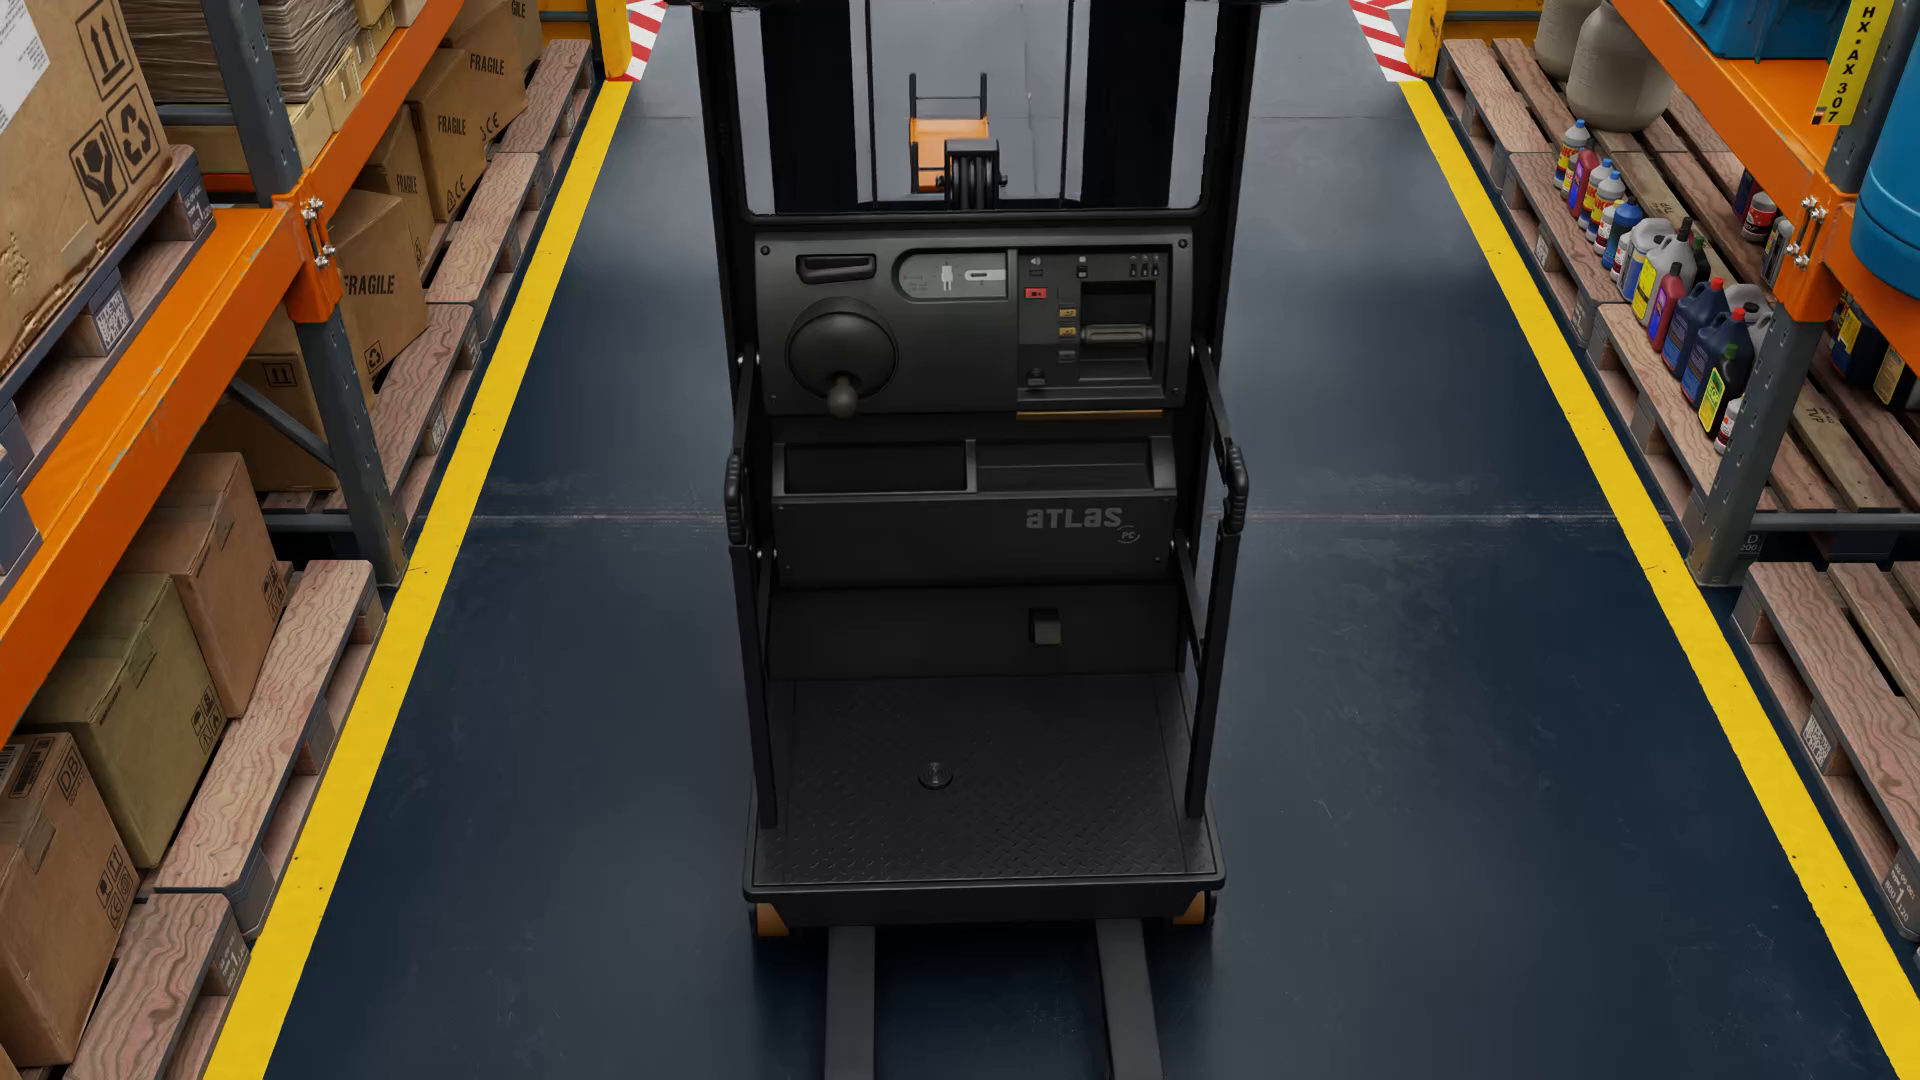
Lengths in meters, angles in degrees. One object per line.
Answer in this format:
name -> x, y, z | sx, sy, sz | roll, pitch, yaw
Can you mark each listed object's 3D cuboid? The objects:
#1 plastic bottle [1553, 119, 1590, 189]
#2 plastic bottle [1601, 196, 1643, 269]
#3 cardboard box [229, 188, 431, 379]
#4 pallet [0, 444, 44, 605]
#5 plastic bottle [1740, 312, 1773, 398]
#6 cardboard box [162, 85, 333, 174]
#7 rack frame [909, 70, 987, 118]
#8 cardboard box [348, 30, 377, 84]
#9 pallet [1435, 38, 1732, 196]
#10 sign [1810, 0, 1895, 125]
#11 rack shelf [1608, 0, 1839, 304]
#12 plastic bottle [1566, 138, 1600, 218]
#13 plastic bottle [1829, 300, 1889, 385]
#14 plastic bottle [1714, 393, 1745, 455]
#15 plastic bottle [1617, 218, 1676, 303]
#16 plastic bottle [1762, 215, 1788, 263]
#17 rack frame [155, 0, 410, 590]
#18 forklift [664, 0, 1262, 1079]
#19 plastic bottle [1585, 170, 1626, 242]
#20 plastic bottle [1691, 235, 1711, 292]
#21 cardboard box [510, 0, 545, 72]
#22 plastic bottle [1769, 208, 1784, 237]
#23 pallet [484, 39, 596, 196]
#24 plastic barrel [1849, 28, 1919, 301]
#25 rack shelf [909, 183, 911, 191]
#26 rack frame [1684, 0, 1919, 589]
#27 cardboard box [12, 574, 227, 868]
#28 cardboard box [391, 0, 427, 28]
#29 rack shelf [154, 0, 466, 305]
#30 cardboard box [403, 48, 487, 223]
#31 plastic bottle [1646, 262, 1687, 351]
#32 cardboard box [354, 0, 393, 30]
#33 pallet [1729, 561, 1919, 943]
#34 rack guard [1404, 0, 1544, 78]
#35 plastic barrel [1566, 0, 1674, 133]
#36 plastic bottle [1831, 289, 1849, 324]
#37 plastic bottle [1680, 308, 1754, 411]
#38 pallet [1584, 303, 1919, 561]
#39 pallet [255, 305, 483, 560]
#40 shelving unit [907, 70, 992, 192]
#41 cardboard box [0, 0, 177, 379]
plastic bottle -> 2.432, -1.535, 6.596 | 0.097, 0.271, 0.097 | 0, 39, 0
plastic bottle -> 2.433, -1.131, 6.093 | 0.097, 0.271, 0.097 | 0, 39, 0
cardboard box -> -2.176, -0.854, 5.580 | 0.500, 0.500, 0.500 | 12, 40, 14
pallet -> -2.245, 0.282, 2.653 | 1.003, 0.211, 1.213 | 0, 39, 0
plastic bottle -> 2.601, -0.601, 5.368 | 0.144, 0.351, 0.185 | 0, 39, 0
cardboard box -> -1.906, -1.093, 4.417 | 0.380, 0.149, 0.250 | 0, 39, 0
rack frame -> -0.037, -0.978, 5.510 | 0.240, 1.200, 0.015 | -1, 39, -2
cardboard box -> -1.922, -1.406, 4.807 | 0.380, 0.149, 0.250 | 0, 39, 0
pallet -> 2.784, -1.918, 7.475 | 1.003, 0.211, 1.213 | 0, 39, 0
sign -> 2.196, -1.175, 4.096 | 0.100, 0.325, 0.005 | 0, 39, 0
rack shelf -> 2.744, -2.030, 5.960 | 1.077, 0.370, 4.000 | 0, 39, 0
plastic bottle -> 2.414, -1.398, 6.416 | 0.061, 0.283, 0.133 | 1, 39, 1
plastic bottle -> 3.016, -0.703, 5.495 | 0.144, 0.351, 0.185 | 0, 39, 0
plastic bottle -> 2.434, -0.367, 5.195 | 0.097, 0.201, 0.097 | 0, 39, 0
plastic bottle -> 2.460, -0.995, 5.920 | 0.152, 0.276, 0.135 | 1, 39, 1
plastic bottle -> 3.039, -1.118, 6.132 | 0.097, 0.201, 0.097 | 0, 39, 0
rack frame -> -2.207, -1.057, 4.170 | 1.000, 3.000, 0.127 | 0, 39, 0
forklift -> 0.041, -0.388, 3.391 | 1.130, 2.935, 3.031 | -1, 39, -2
plastic bottle -> 2.433, -1.258, 6.251 | 0.097, 0.271, 0.097 | 0, 39, 0
plastic bottle -> 2.559, -0.913, 5.811 | 0.061, 0.283, 0.133 | 0, 39, 0
cardboard box -> -2.227, -2.356, 7.454 | 0.500, 0.500, 0.500 | 7, 39, 8
plastic bottle -> 3.155, -1.278, 6.272 | 0.152, 0.276, 0.135 | -1, 39, -1
pallet -> -2.246, -1.914, 7.470 | 1.003, 0.211, 1.213 | 0, 39, 0
plastic barrel -> 2.444, -1.014, 3.716 | 0.600, 0.901, 0.708 | 0, 39, 0
rack shelf -> -0.029, -0.947, 5.222 | 0.258, 0.148, 0.480 | -1, 39, -2
rack frame -> 2.746, -1.060, 4.174 | 1.000, 3.000, 0.127 | 0, 39, 0
cardboard box -> -2.246, 0.429, 3.963 | 0.700, 0.500, 0.500 | 0, 39, 0
cardboard box -> -1.890, -1.719, 5.197 | 0.380, 0.149, 0.250 | 0, 39, 0
rack shelf -> -2.209, -2.027, 5.956 | 1.077, 0.370, 4.000 | 0, 39, 0
cardboard box -> -2.211, -1.591, 6.499 | 0.500, 0.500, 0.500 | 3, 39, 4
plastic bottle -> 2.415, -0.796, 5.665 | 0.061, 0.283, 0.133 | 2, 39, 3
cardboard box -> -2.111, -1.806, 4.787 | 0.875, 0.500, 0.500 | 0, 39, 0
pallet -> 2.786, 0.519, 4.434 | 1.003, 0.211, 1.213 | 0, 39, 0
rack guard -> 2.789, -2.539, 8.018 | 1.175, 0.500, 0.348 | 0, 39, 0
plastic barrel -> 2.819, -2.030, 7.038 | 0.421, 0.512, 0.421 | 0, 39, 0
plastic bottle -> 3.122, -0.882, 5.782 | 0.097, 0.271, 0.097 | 0, 39, 0
plastic bottle -> 2.457, -0.601, 5.368 | 0.144, 0.351, 0.185 | -1, 39, -1
pallet -> 2.787, -0.392, 5.571 | 1.003, 0.211, 1.213 | 0, 39, 0
pallet -> -2.243, -0.389, 5.566 | 1.003, 0.211, 1.213 | 0, 39, 0
shelving unit -> -0.029, -0.825, 5.320 | 0.258, 1.200, 0.503 | -1, 39, -2
cardboard box -> -2.346, -0.958, 3.231 | 1.000, 1.000, 1.000 | 0, 39, 0
